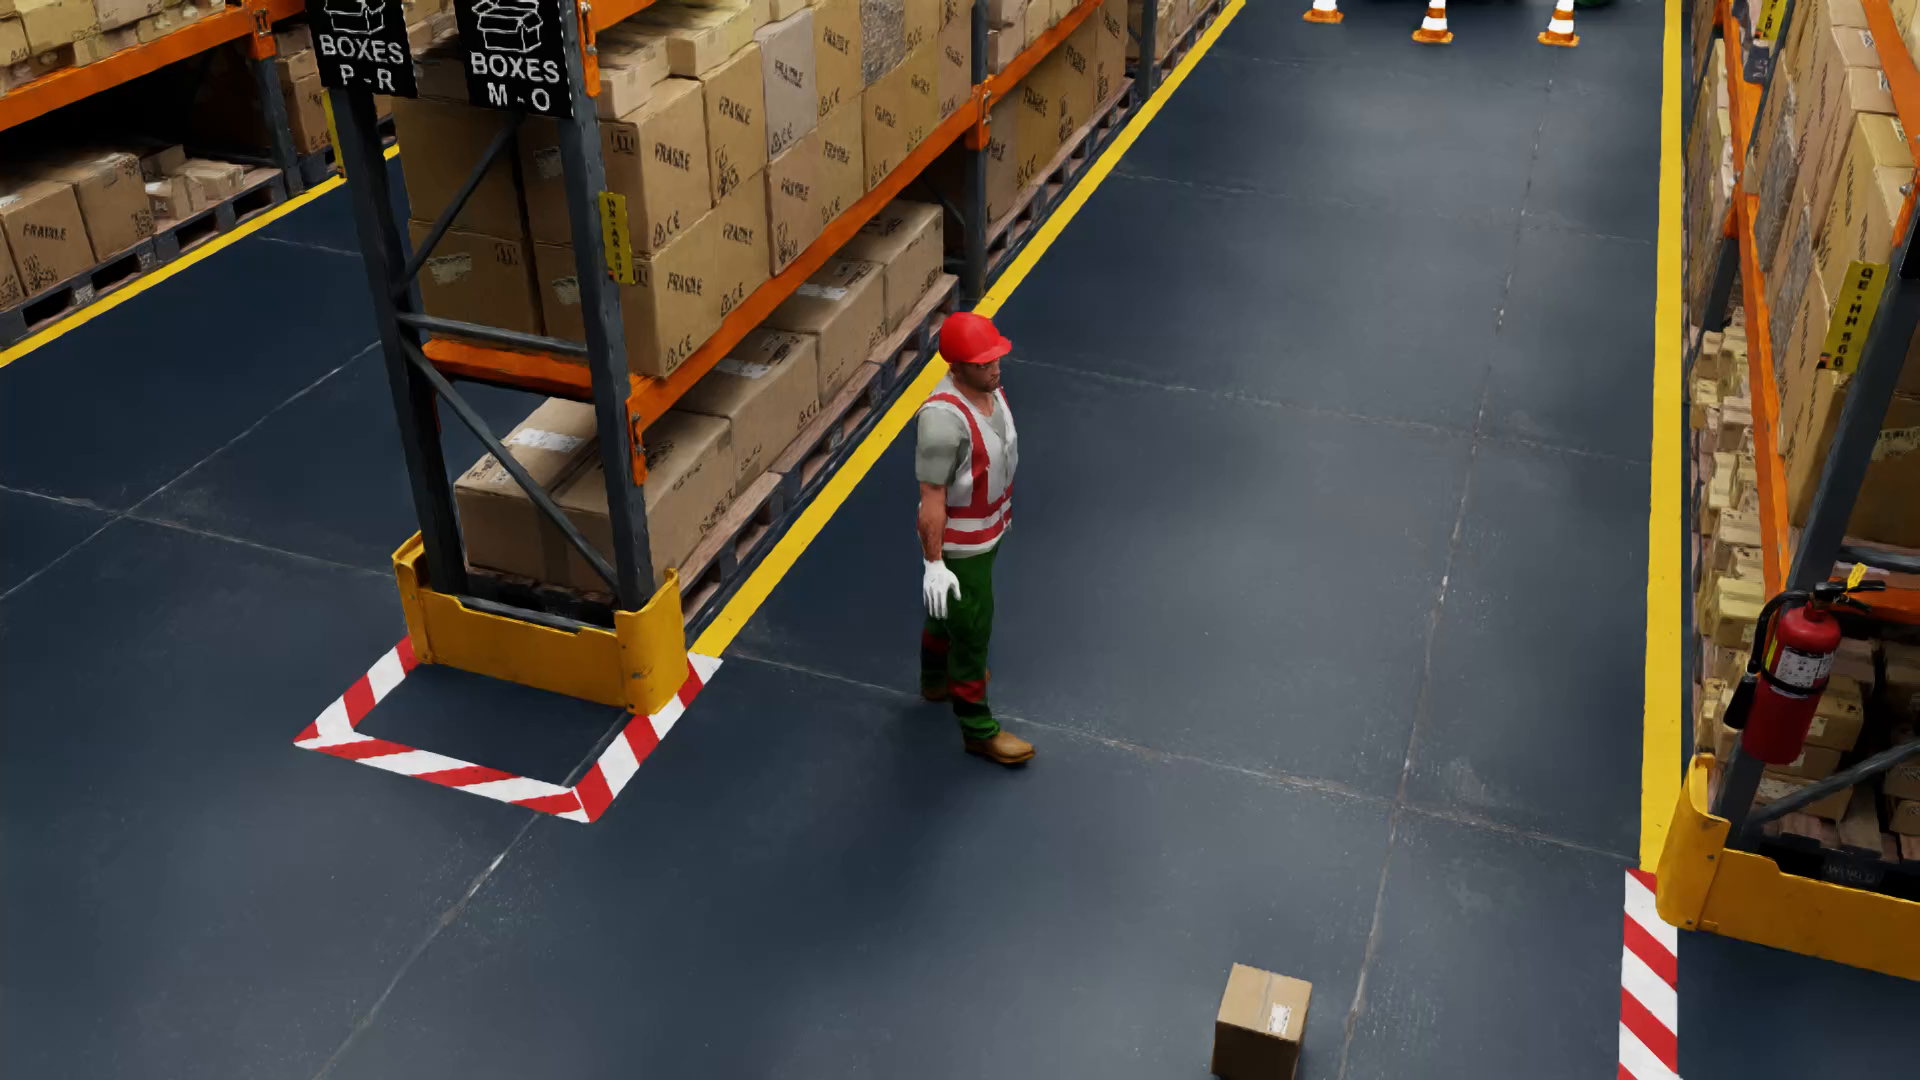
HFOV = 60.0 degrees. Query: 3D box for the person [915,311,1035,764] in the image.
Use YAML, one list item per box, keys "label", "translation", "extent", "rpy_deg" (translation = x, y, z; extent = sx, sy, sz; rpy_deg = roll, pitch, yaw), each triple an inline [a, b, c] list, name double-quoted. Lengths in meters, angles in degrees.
- label: "person"
  translation: [0.057, 0.001, 6.091]
  extent: [0.575, 1.792, 0.725]
  rpy_deg: [12, 35, 17]
